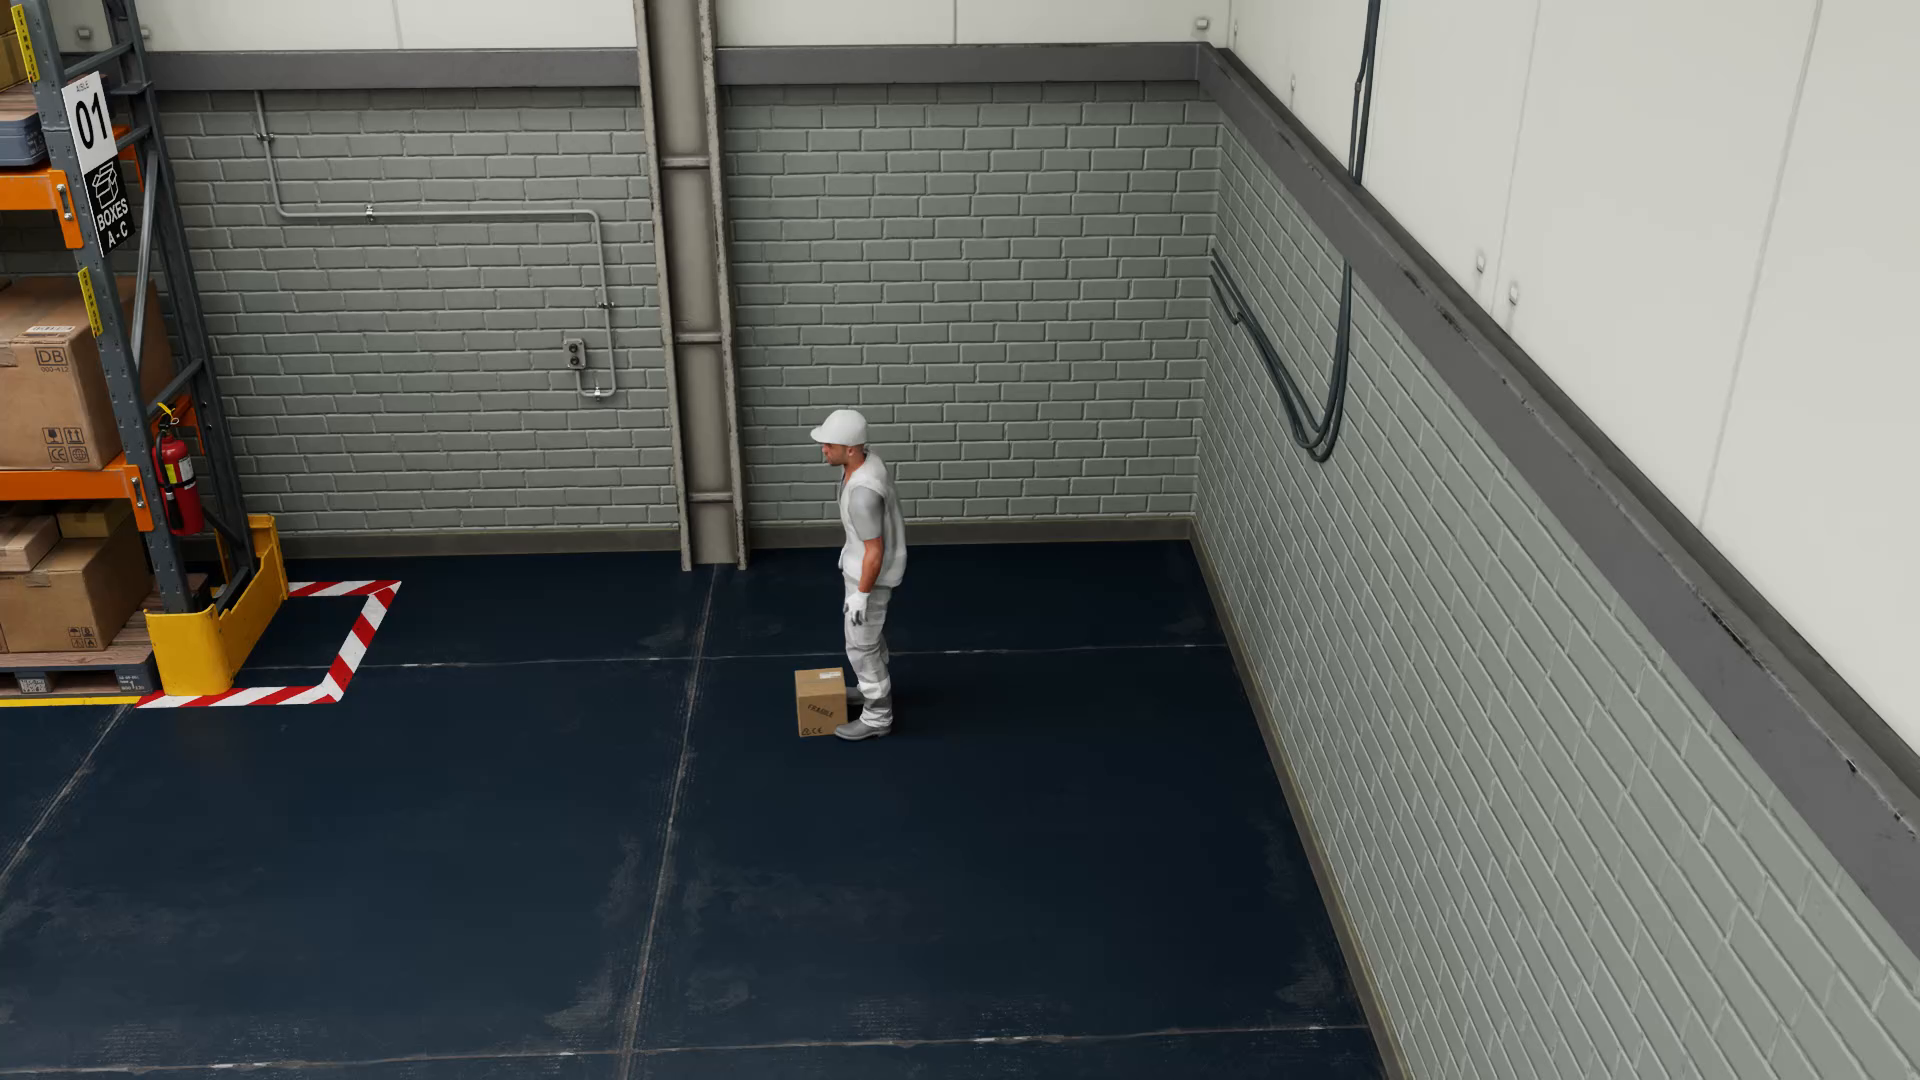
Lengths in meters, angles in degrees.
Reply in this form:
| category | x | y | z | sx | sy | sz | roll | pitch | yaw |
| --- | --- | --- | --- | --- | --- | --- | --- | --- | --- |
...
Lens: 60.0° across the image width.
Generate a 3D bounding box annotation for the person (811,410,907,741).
| category | x | y | z | sx | sy | sz | roll | pitch | yaw |
| --- | --- | --- | --- | --- | --- | --- | --- | --- | --- |
| person | -0.490 | 0.166 | 8.278 | 0.445 | 1.781 | 0.622 | -3 | 27 | -5 |
